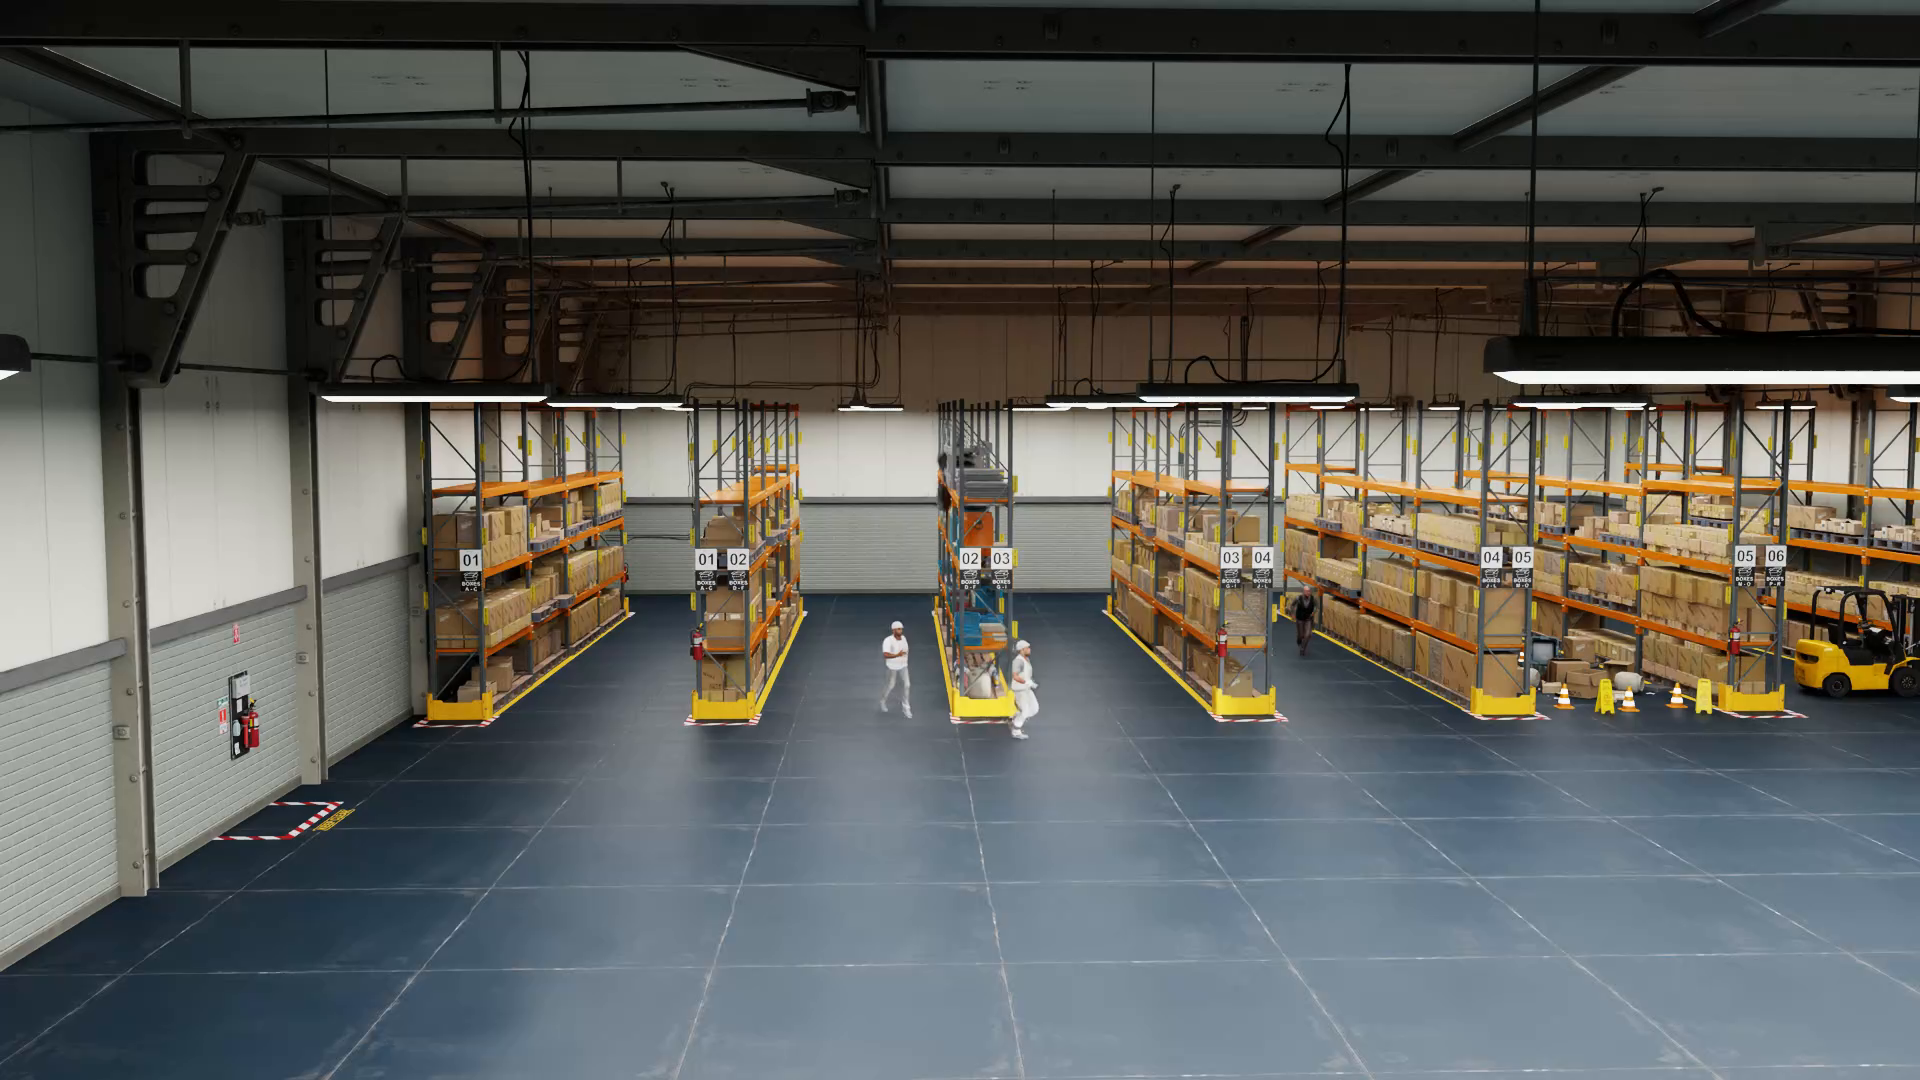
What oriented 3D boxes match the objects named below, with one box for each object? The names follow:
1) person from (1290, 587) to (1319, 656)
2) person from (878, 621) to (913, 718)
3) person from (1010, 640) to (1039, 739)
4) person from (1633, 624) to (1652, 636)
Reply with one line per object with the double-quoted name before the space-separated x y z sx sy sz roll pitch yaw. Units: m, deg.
"person" 8.196 1.957 39.581 0.651 1.572 0.747 0 4 -1
"person" -1.224 2.430 31.492 0.681 1.803 0.897 -4 6 -39
"person" 1.124 2.629 29.176 0.579 1.744 0.655 2 5 21
"person" 16.496 1.835 40.126 0.619 1.725 0.856 0 4 1
